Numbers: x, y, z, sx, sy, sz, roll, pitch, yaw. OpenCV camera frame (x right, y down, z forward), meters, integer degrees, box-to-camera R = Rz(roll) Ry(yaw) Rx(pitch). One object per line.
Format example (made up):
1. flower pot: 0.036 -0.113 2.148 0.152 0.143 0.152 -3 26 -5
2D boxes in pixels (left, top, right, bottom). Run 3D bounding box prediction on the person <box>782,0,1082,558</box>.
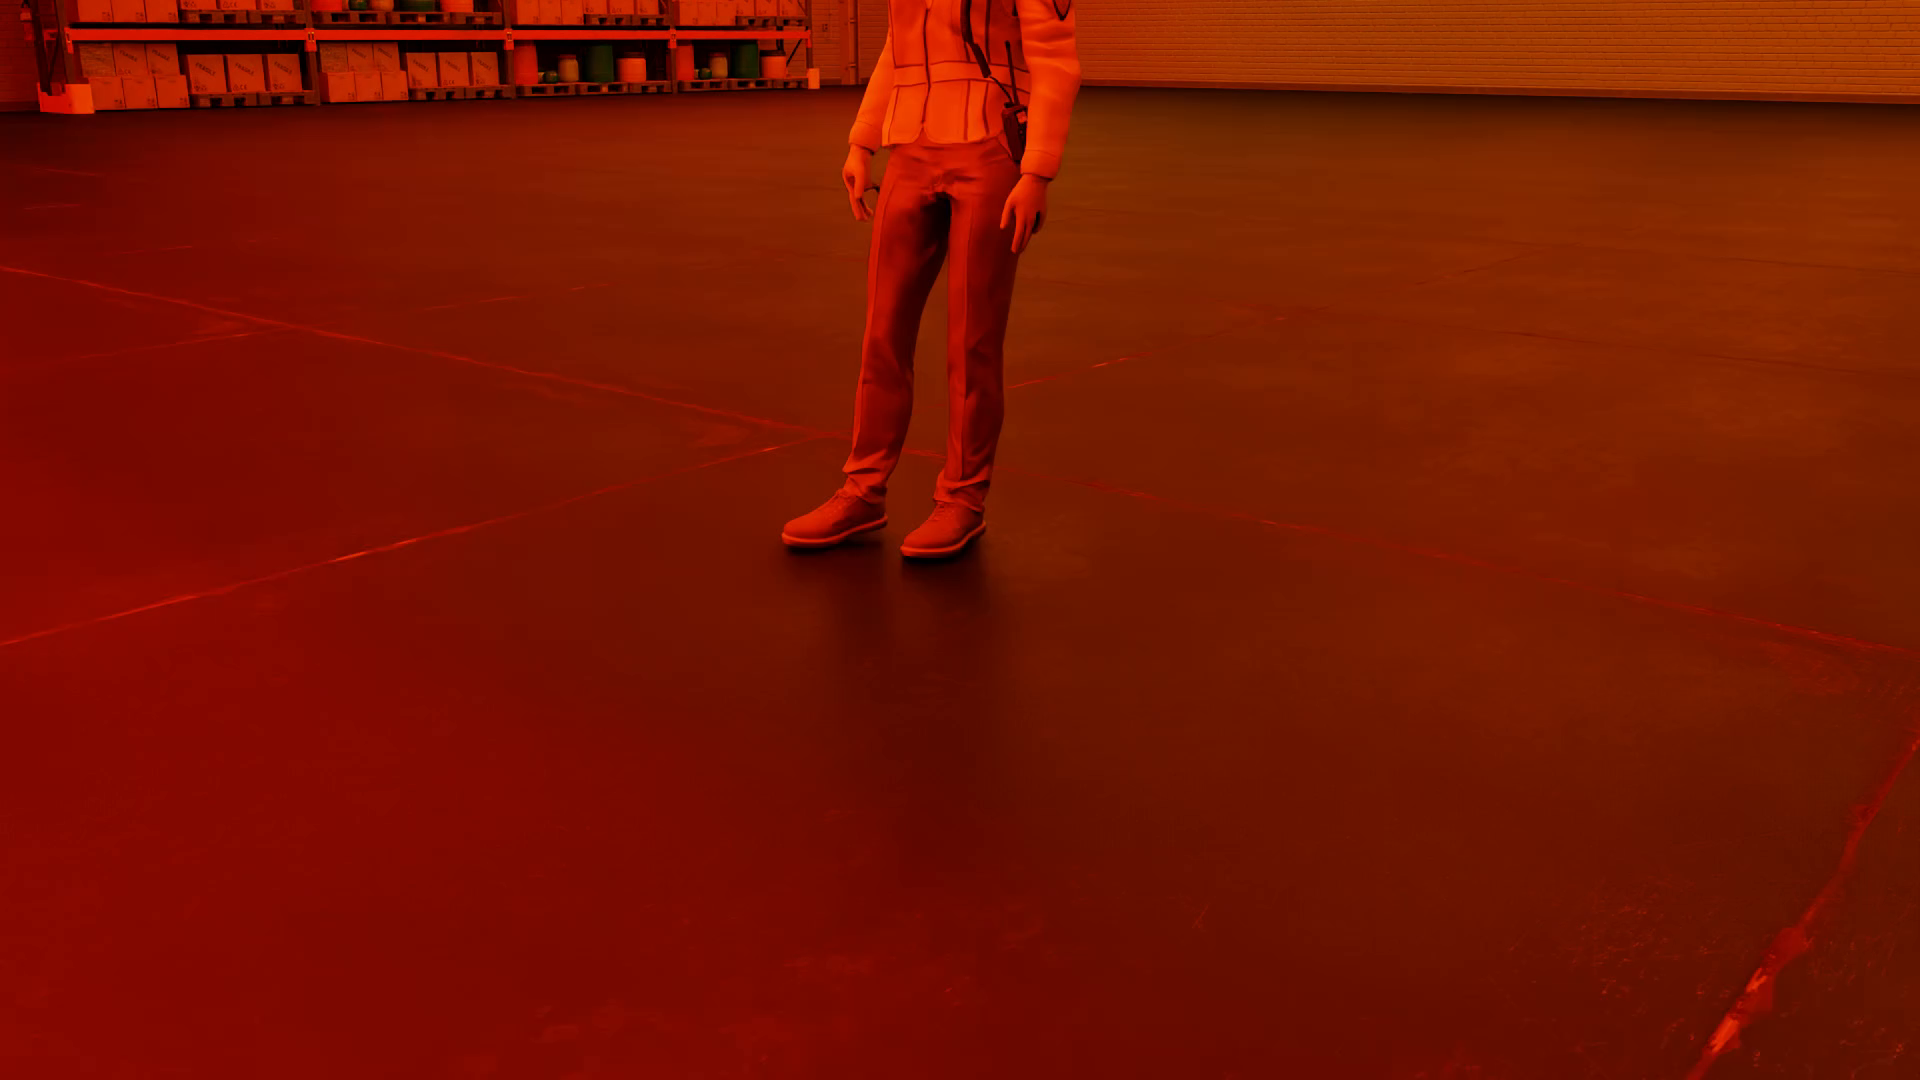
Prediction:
1. person: -0.048 -0.803 3.647 0.587 1.695 0.531 13 21 37
